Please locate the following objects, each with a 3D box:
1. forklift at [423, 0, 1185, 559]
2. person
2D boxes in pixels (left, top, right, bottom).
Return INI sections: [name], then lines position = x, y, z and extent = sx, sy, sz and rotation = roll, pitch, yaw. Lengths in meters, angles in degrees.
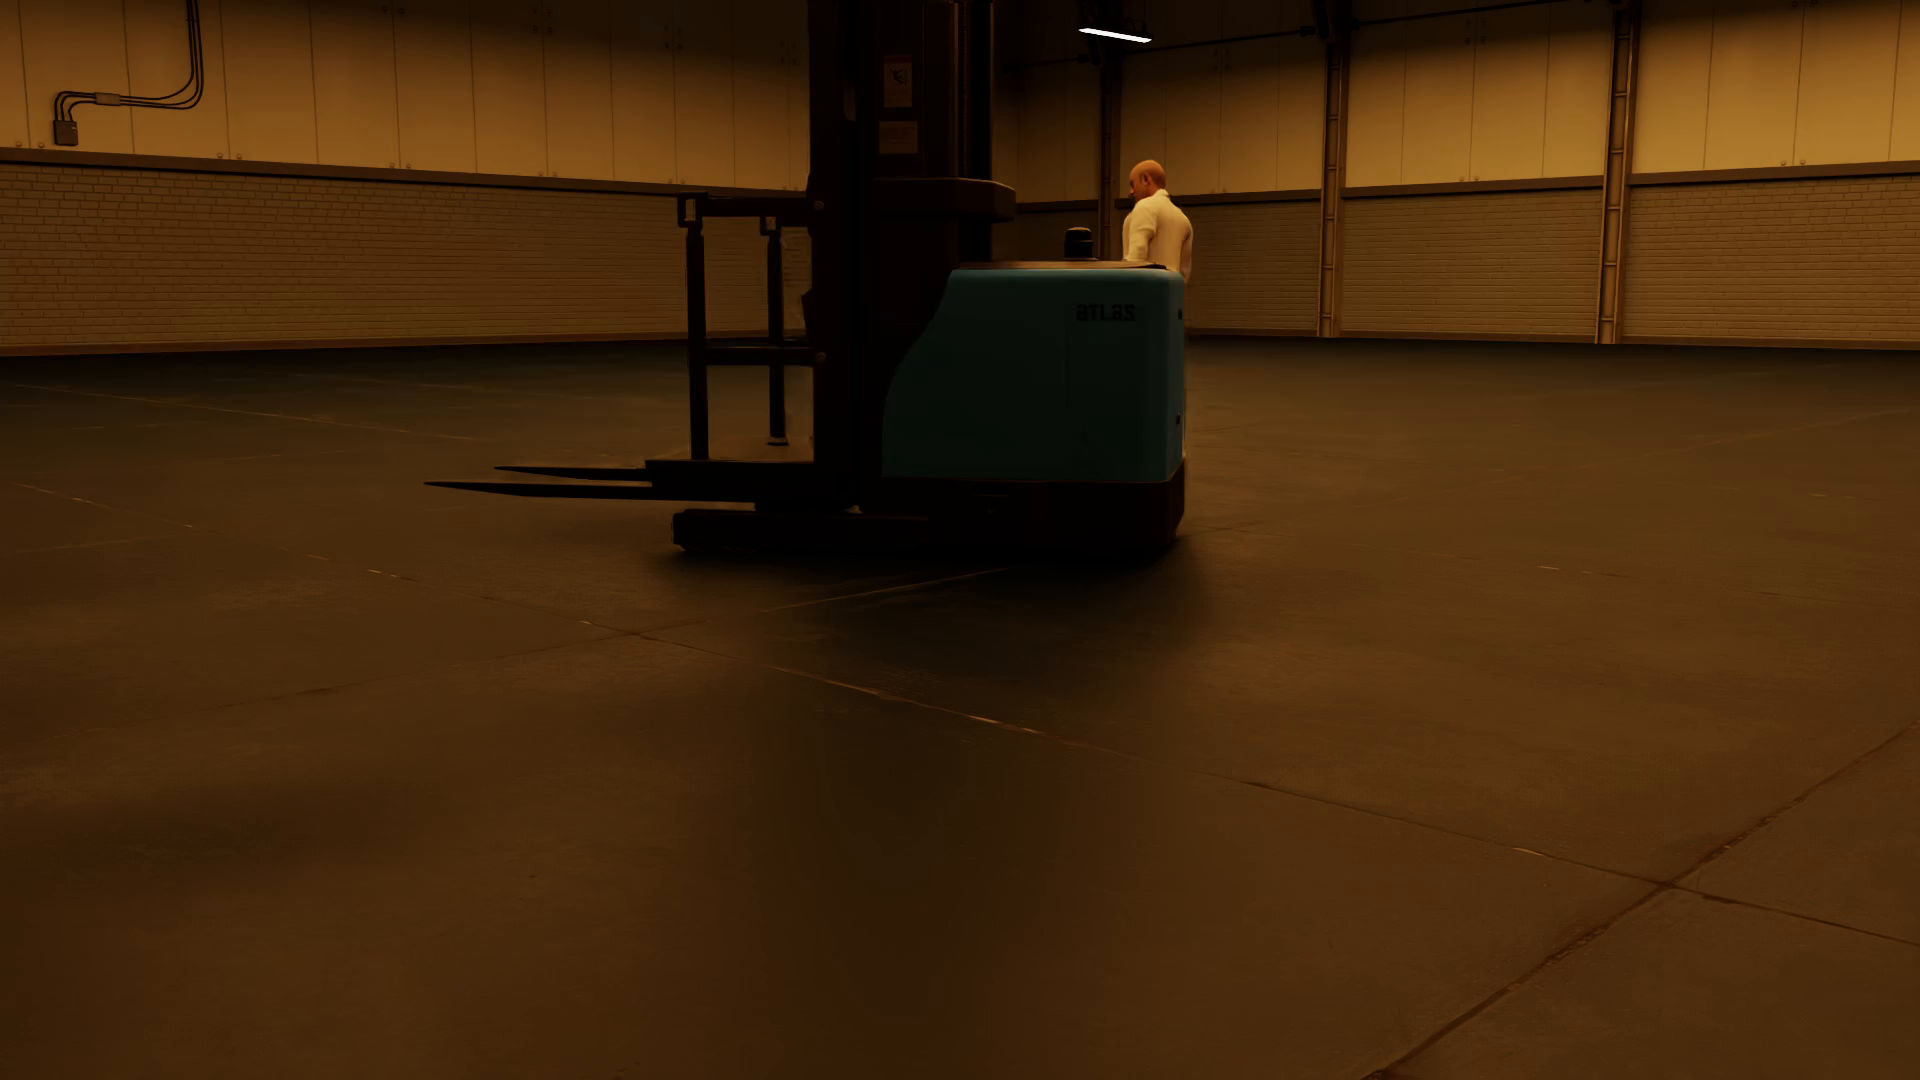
[forklift]
position = -0.637, -1.466, 6.613
extent = 3.031, 2.935, 1.130
rotation = 2, 9, 11
[person]
position = 1.077, -1.327, 9.684
extent = 0.370, 1.747, 0.891
rotation = 6, 11, 36
